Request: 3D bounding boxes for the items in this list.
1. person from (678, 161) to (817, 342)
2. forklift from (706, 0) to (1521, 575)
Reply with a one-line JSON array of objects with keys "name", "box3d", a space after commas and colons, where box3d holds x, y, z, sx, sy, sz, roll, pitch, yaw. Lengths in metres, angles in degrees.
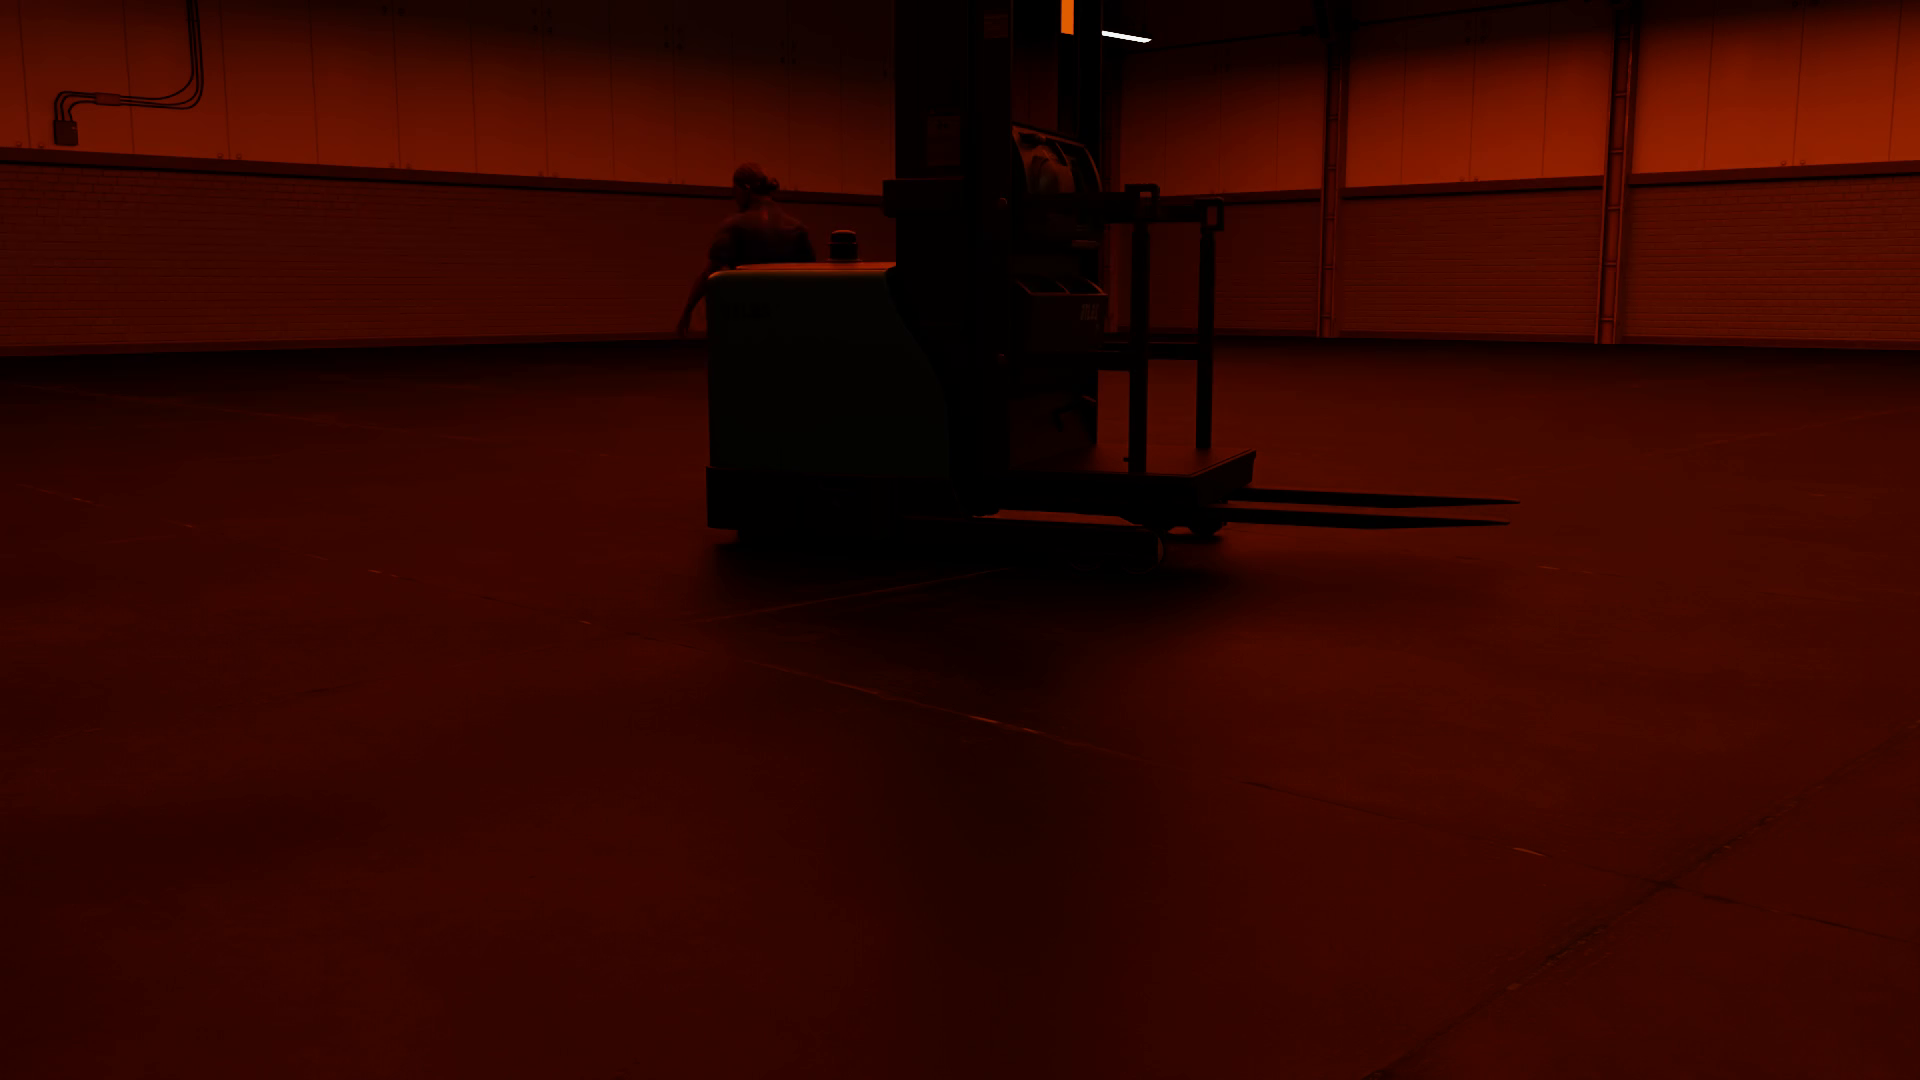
[{"name": "person", "box3d": [-1.057, -1.054, 8.318, 0.709, 1.641, 0.434, -3, 9, -21]}, {"name": "forklift", "box3d": [0.565, -1.416, 6.275, 3.031, 2.935, 1.130, 3, 9, 22]}]
